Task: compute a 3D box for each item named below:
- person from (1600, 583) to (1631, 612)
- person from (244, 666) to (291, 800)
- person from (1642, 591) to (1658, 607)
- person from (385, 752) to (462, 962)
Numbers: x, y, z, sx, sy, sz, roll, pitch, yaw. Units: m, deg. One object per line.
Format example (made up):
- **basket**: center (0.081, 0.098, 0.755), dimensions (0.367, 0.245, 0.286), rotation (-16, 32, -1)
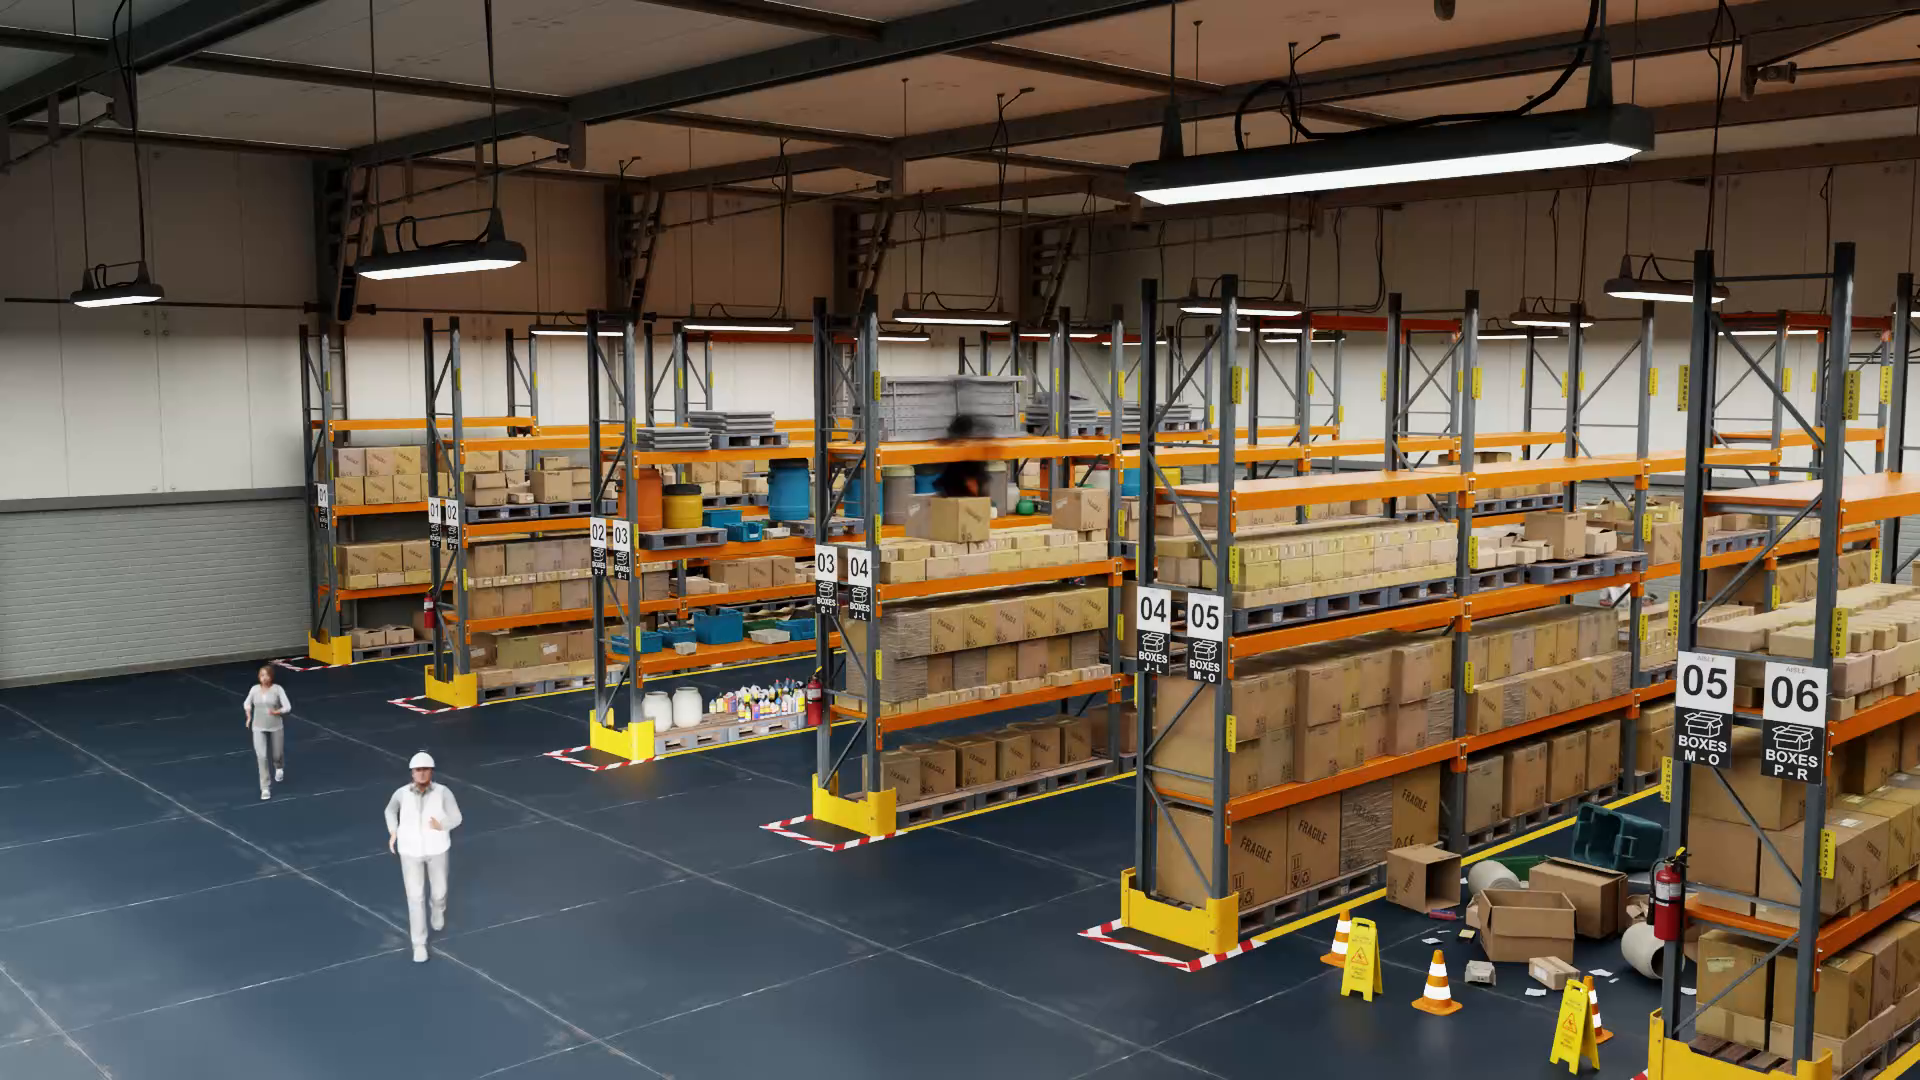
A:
- **person**: center (11.536, 1.359, 29.149), dimensions (0.691, 1.814, 0.839), rotation (1, 6, 7)
- **person**: center (-8.465, 2.327, 20.334), dimensions (0.546, 1.550, 0.857), rotation (-2, 6, -17)
- **person**: center (10.697, 1.693, 25.745), dimensions (0.930, 1.836, 0.672), rotation (-4, 7, -32)
- **person**: center (-4.782, 2.767, 14.846), dimensions (0.659, 1.749, 0.969), rotation (-2, 6, -18)
